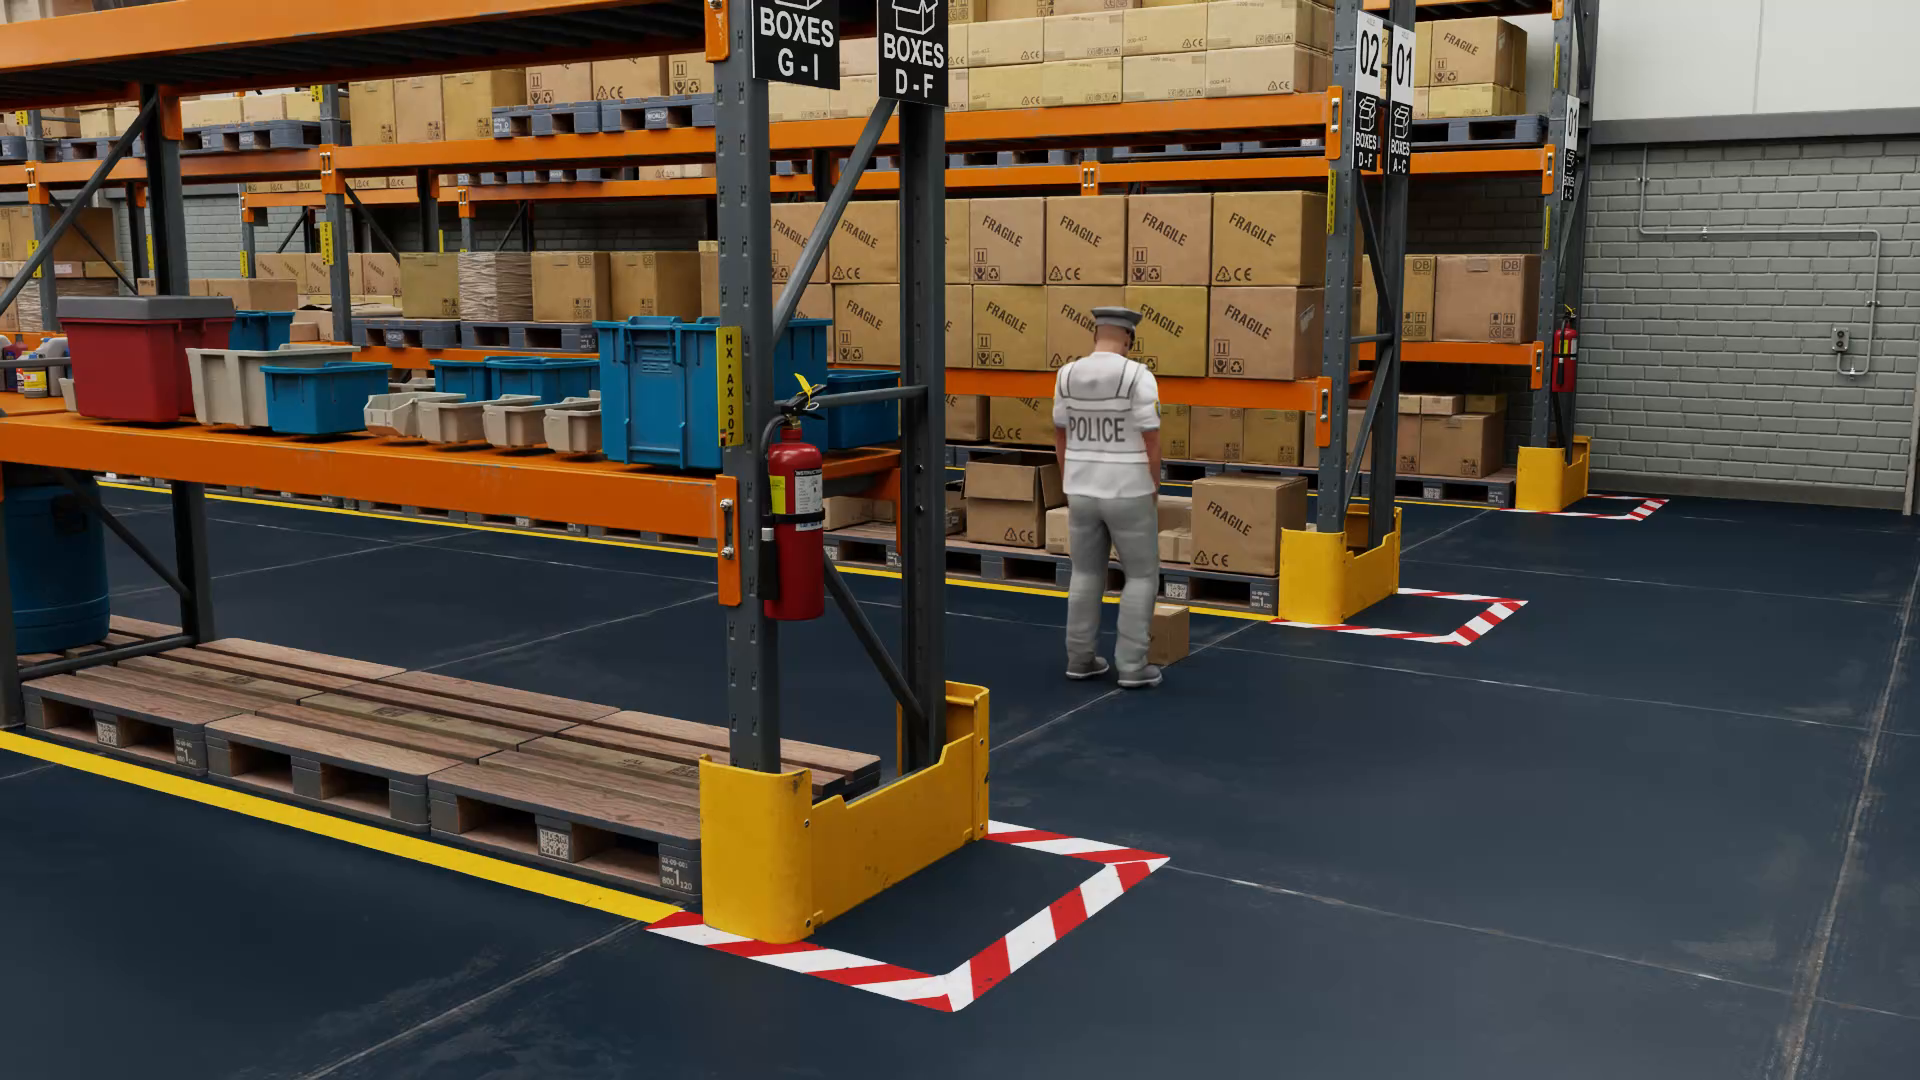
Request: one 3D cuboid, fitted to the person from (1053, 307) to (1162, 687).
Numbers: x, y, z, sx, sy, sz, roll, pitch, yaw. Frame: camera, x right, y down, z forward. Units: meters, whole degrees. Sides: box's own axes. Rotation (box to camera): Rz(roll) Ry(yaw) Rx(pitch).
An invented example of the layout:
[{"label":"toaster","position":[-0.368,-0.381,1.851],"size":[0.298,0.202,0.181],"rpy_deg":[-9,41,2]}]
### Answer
[{"label":"person","position":[0.677,-0.197,7.653],"size":[0.538,1.733,0.392],"rpy_deg":[6,11,32]}]
